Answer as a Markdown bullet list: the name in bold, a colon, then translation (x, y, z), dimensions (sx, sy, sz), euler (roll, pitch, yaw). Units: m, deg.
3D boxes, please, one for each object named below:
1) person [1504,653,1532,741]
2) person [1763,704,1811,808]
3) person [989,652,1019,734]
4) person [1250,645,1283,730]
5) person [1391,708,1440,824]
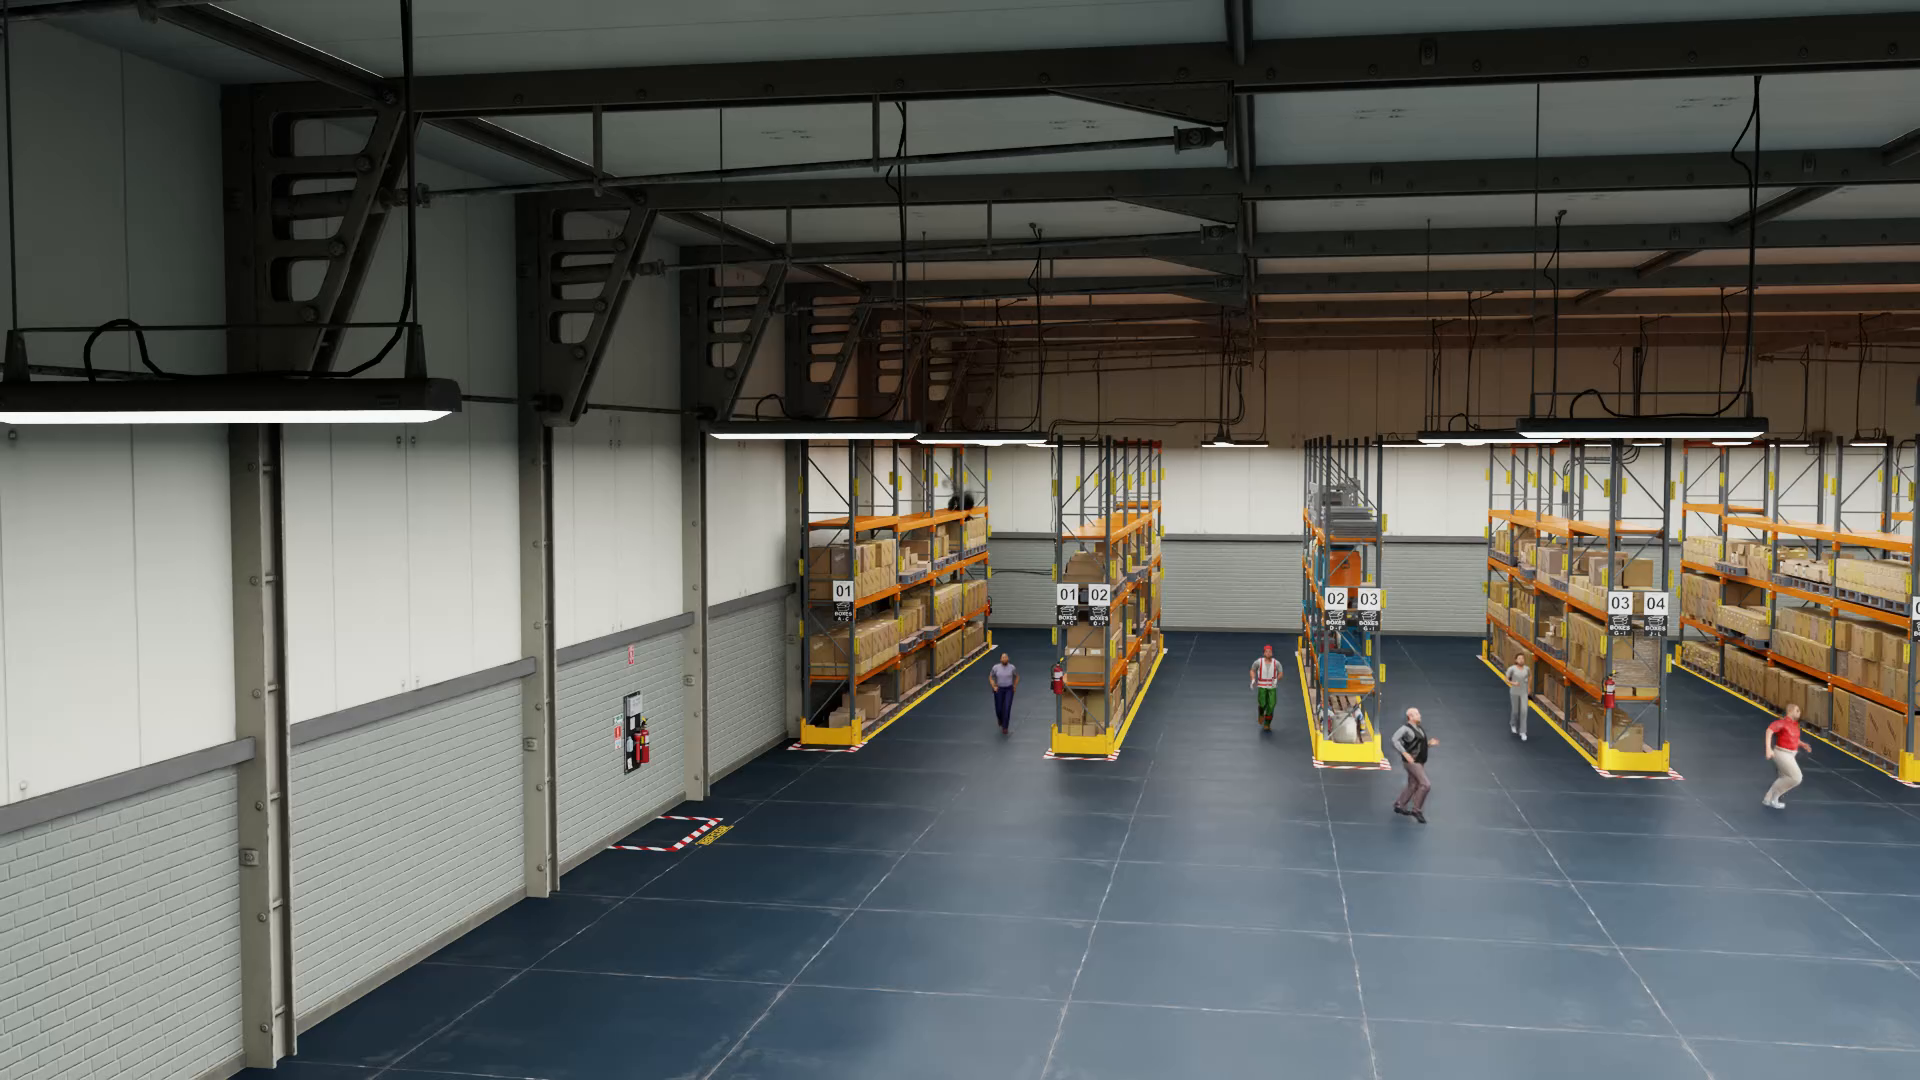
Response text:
- **person**: translation (11.137, 3.089, 33.166), dimensions (0.561, 1.689, 0.889), euler (0, 3, 8)
- **person**: translation (13.172, 3.447, 26.479), dimensions (0.670, 1.680, 0.671), euler (3, 4, 41)
- **person**: translation (0.901, 3.100, 33.869), dimensions (0.612, 1.613, 0.672), euler (0, 3, 3)
- **person**: translation (6.262, 3.017, 33.894), dimensions (0.656, 1.739, 0.587), euler (0, 3, 6)
- **person**: translation (7.025, 3.479, 25.664), dimensions (0.715, 1.773, 0.637), euler (2, 4, 34)
